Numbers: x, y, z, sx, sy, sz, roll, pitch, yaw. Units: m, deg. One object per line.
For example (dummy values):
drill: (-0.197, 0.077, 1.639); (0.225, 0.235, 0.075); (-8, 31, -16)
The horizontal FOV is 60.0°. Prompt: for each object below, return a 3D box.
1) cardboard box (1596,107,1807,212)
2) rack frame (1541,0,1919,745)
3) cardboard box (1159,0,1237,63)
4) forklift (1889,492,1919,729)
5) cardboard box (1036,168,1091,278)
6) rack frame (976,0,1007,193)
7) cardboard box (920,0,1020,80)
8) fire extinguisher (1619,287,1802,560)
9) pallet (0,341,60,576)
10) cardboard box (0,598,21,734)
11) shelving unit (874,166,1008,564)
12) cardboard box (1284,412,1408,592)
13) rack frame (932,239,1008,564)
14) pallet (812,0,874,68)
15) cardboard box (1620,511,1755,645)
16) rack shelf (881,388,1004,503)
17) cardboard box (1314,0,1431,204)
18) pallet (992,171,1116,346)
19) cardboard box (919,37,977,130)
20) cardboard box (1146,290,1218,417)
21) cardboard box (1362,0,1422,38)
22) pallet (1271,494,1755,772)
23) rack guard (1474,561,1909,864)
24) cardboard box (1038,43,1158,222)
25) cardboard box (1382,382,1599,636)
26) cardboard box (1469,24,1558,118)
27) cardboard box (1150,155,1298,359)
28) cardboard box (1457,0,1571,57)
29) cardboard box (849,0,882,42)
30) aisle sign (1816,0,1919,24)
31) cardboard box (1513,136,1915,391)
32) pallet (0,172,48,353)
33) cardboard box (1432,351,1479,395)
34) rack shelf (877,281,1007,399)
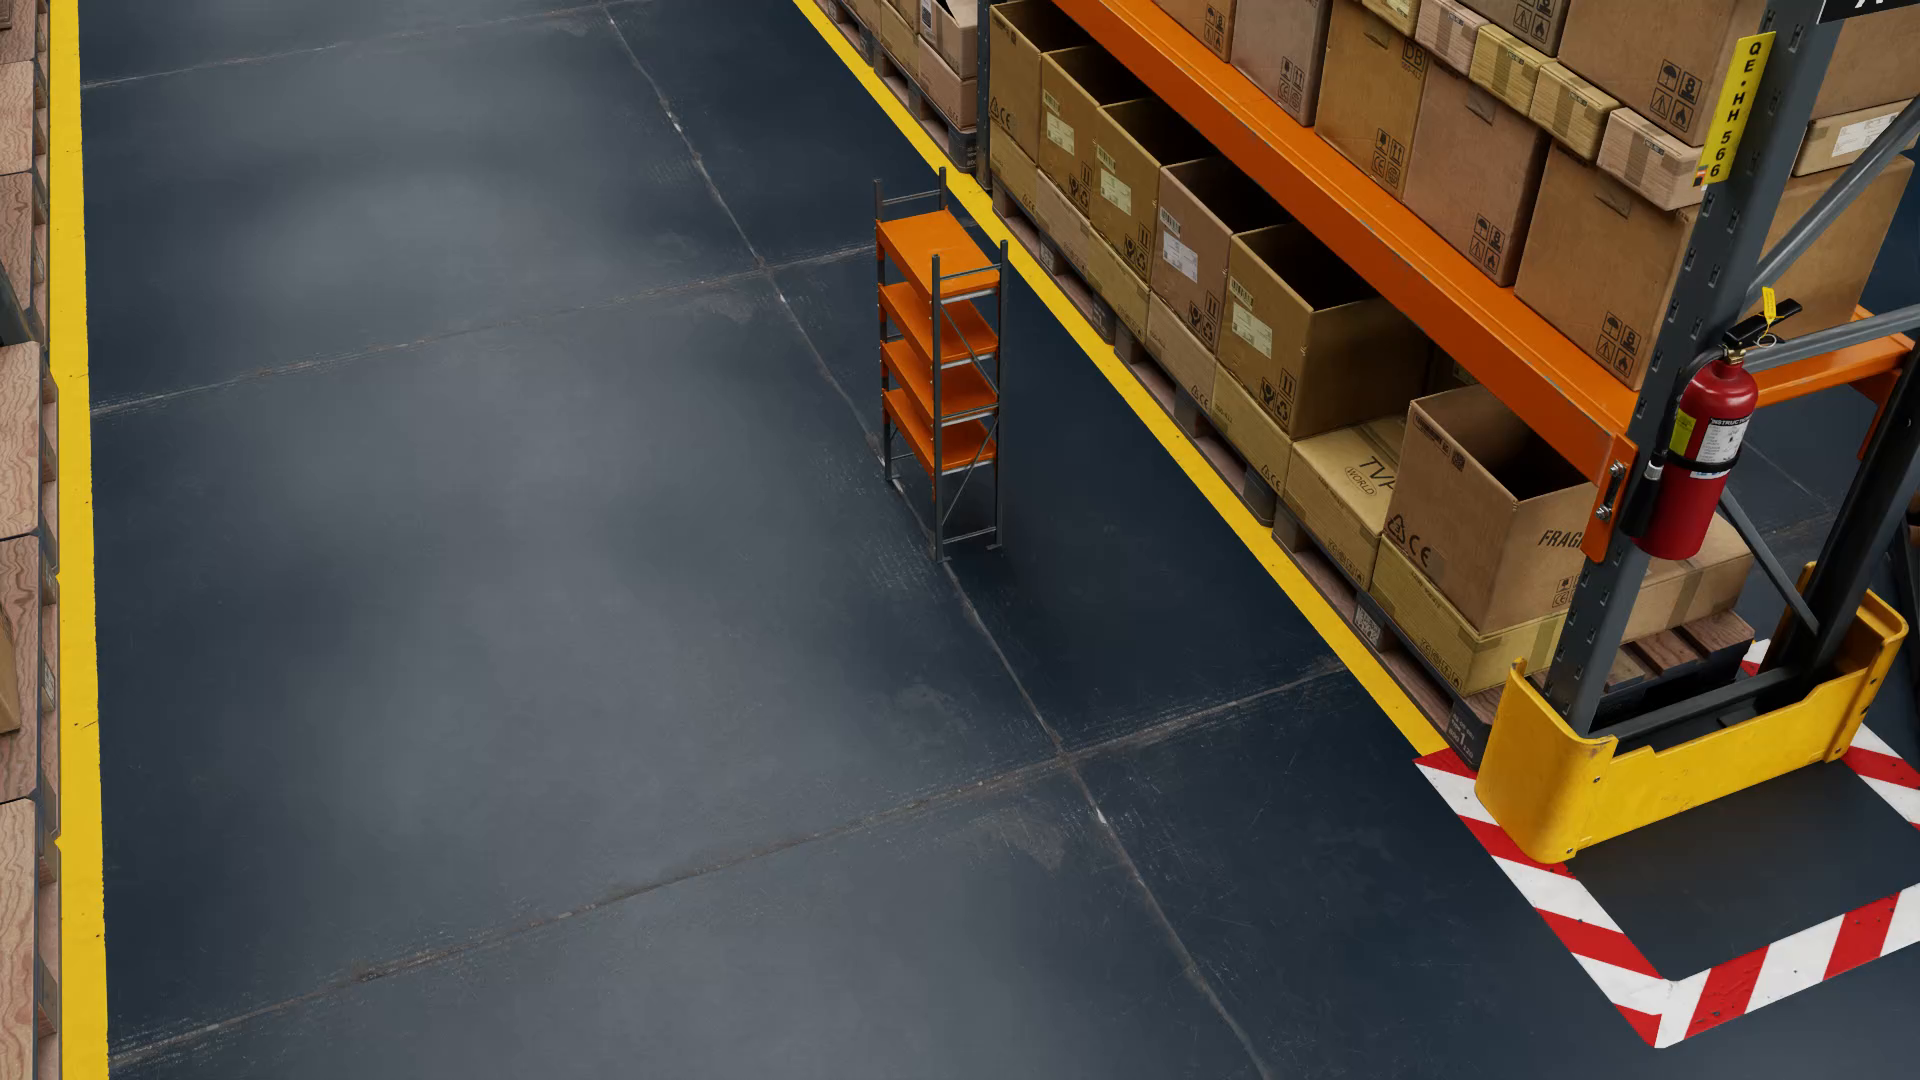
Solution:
cardboard box: (1.766, -0.941, 3.969); (0.380, 0.149, 0.250); (-16, 43, -18)
rack frame: (2.088, -0.474, 4.001); (1.000, 3.000, 0.127); (-15, 43, -17)
cardboard box: (1.130, -2.037, 5.741); (0.700, 0.500, 0.500); (-14, 43, -16)
forklift: (3.654, -0.866, 4.509); (1.130, 2.935, 3.031); (12, 42, 14)
cardboard box: (0.642, -1.343, 6.798); (0.500, 0.250, 0.500); (-15, 43, -17)
rack frame: (0.558, -2.884, 6.803); (1.000, 3.000, 0.127); (-15, 43, -17)
cardboard box: (0.138, -2.386, 7.580); (0.500, 0.311, 0.500); (-15, 43, -17)
fire extinguisher: (1.704, -0.258, 3.809); (0.296, 0.674, 0.183); (-15, 43, -17)
pallet: (-3.728, -0.193, 5.812); (1.003, 0.211, 1.213); (-15, 43, -17)
cardboard box: (-3.121, 0.308, 4.671); (0.700, 0.500, 0.500); (-18, 44, -20)
shelving unit: (-0.063, -0.555, 5.475); (0.258, 1.200, 0.503); (-15, 43, -17)
cardboard box: (1.408, -0.139, 5.397); (0.500, 0.250, 0.500); (-15, 43, -17)
rack frame: (0.030, -0.408, 5.304); (0.240, 1.200, 0.015); (-15, 43, -17)
pallet: (-0.231, -2.997, 9.073); (1.003, 0.211, 1.213); (-15, 43, -17)
cardboard box: (2.089, 0.030, 5.201); (0.500, 0.250, 0.500); (-15, 43, -17)
rack shelf: (-0.063, -0.353, 5.648); (0.258, 0.148, 0.480); (-15, 43, -17)
cardboard box: (1.532, -1.412, 5.015); (0.700, 0.500, 0.500); (-15, 43, -17)
pallet: (0.824, -1.337, 7.143); (1.003, 0.211, 1.213); (-15, 43, -17)
cardboard box: (0.131, -2.178, 7.769); (0.500, 0.250, 0.500); (-16, 43, -17)
cardboard box: (1.025, -0.741, 6.098); (0.500, 0.250, 0.500); (-15, 43, -17)
cardboard box: (1.372, -1.562, 4.692); (0.380, 0.149, 0.250); (-14, 43, -16)
pallet: (1.757, 0.133, 5.434); (1.003, 0.211, 1.213); (-15, 43, -17)
rack guard: (2.098, 0.488, 4.799); (1.175, 0.500, 0.348); (-15, 43, -17)
cardboard box: (0.645, -1.628, 6.554); (0.500, 0.500, 0.500); (-15, 43, -17)
cardboard box: (1.608, -0.124, 4.805); (0.500, 0.500, 0.500); (-15, 43, -17)
cardboard box: (1.567, -1.252, 4.331); (0.380, 0.149, 0.250); (-16, 43, -17)
cardboard box: (1.022, -1.024, 5.852); (0.500, 0.500, 0.500); (-15, 43, -17)
cardboard box: (1.695, -1.636, 4.280); (0.700, 0.500, 0.500); (-16, 43, -18)
cardboard box: (-0.257, -2.791, 8.482); (0.500, 0.250, 0.500); (-14, 43, -16)
aisle sign: (1.842, -1.347, 3.022); (0.394, 0.787, 0.004); (-15, 43, -17)
cardboard box: (1.922, -0.797, 4.299); (0.700, 0.500, 0.500); (-15, 43, -17)
pallet: (-4.317, -1.057, 6.817); (1.003, 0.211, 1.213); (-15, 43, -17)
cardboard box: (1.896, -0.555, 5.306); (0.500, 0.500, 0.500); (-15, 43, -17)
rack shelf: (-0.063, -0.673, 5.373); (0.258, 0.148, 0.480); (-15, 43, -17)
